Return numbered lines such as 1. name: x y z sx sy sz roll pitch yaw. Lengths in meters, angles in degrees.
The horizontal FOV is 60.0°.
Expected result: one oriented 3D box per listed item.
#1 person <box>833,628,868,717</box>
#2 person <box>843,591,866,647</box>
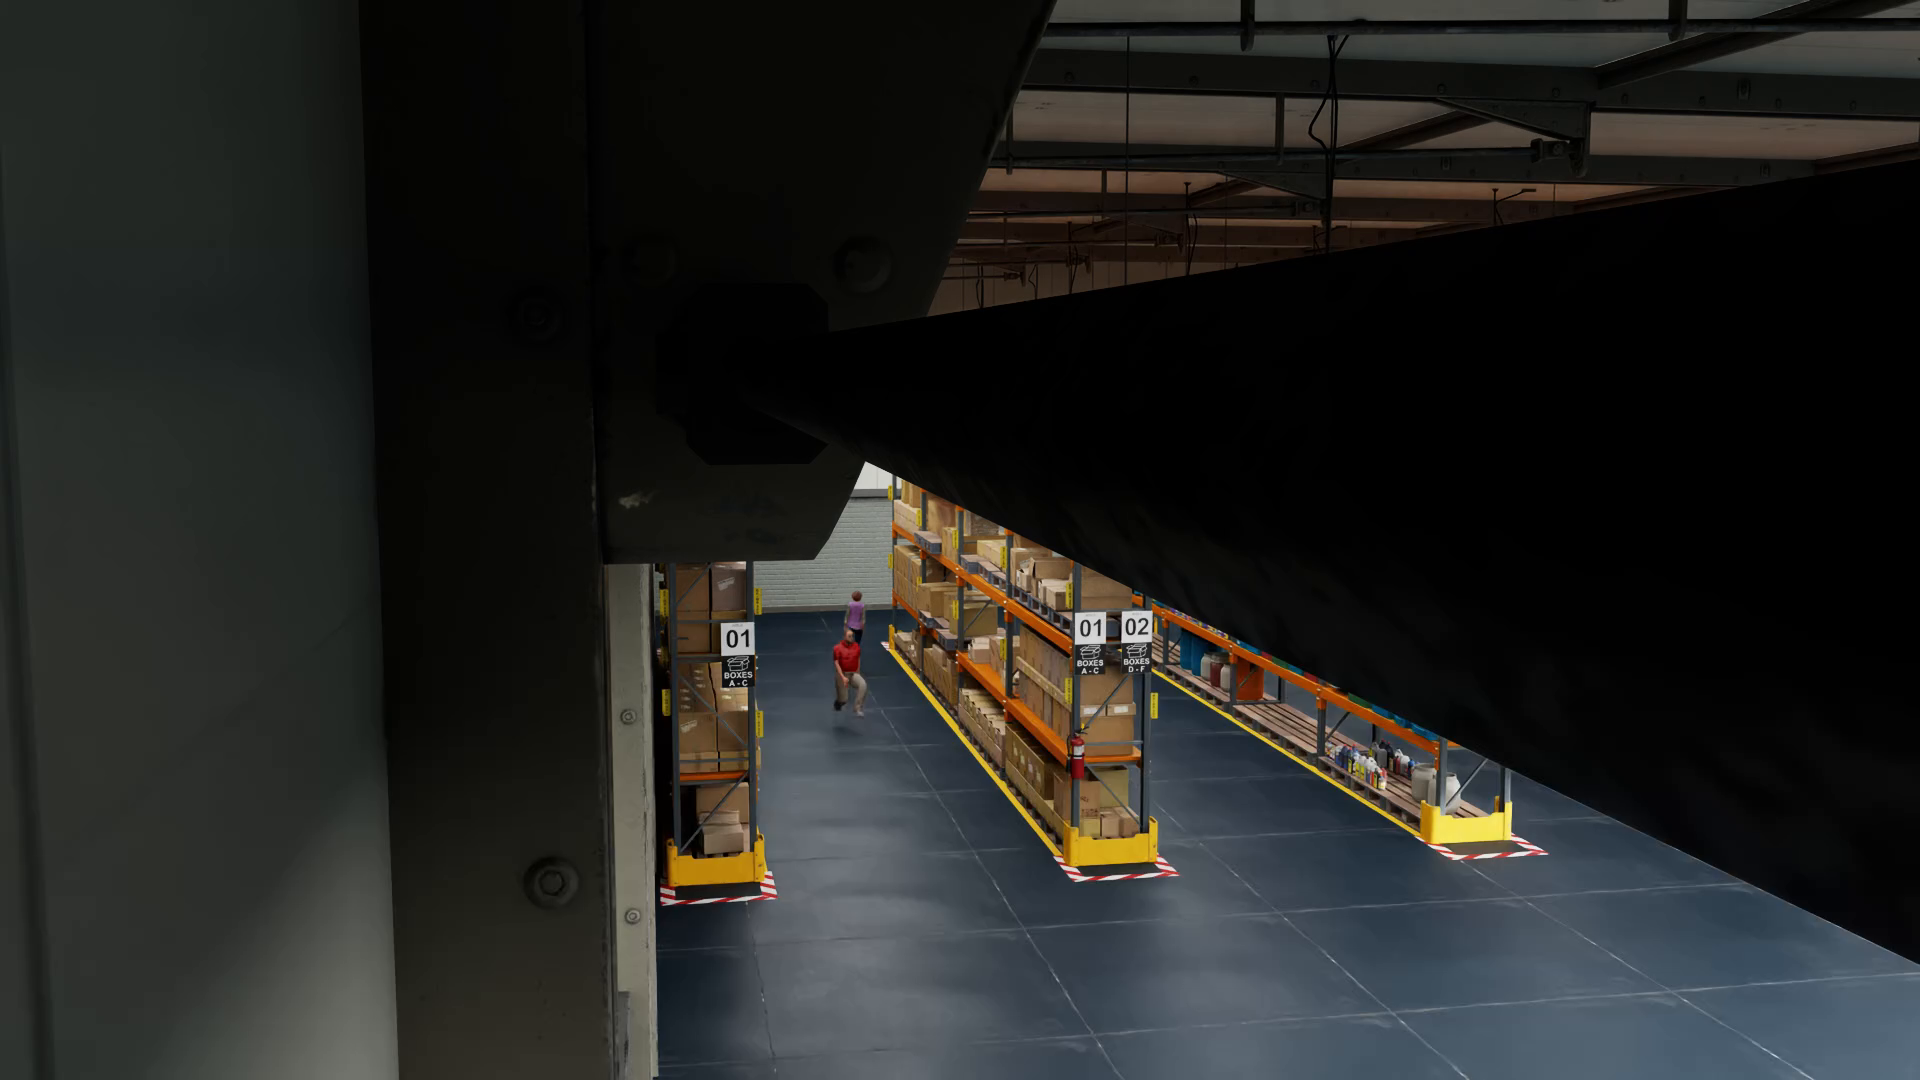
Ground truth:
1. person: -1.889 2.254 28.404 0.546 1.490 1.038 -3 7 -26
2. person: -2.187 1.836 34.166 0.515 1.601 0.410 0 6 -1
